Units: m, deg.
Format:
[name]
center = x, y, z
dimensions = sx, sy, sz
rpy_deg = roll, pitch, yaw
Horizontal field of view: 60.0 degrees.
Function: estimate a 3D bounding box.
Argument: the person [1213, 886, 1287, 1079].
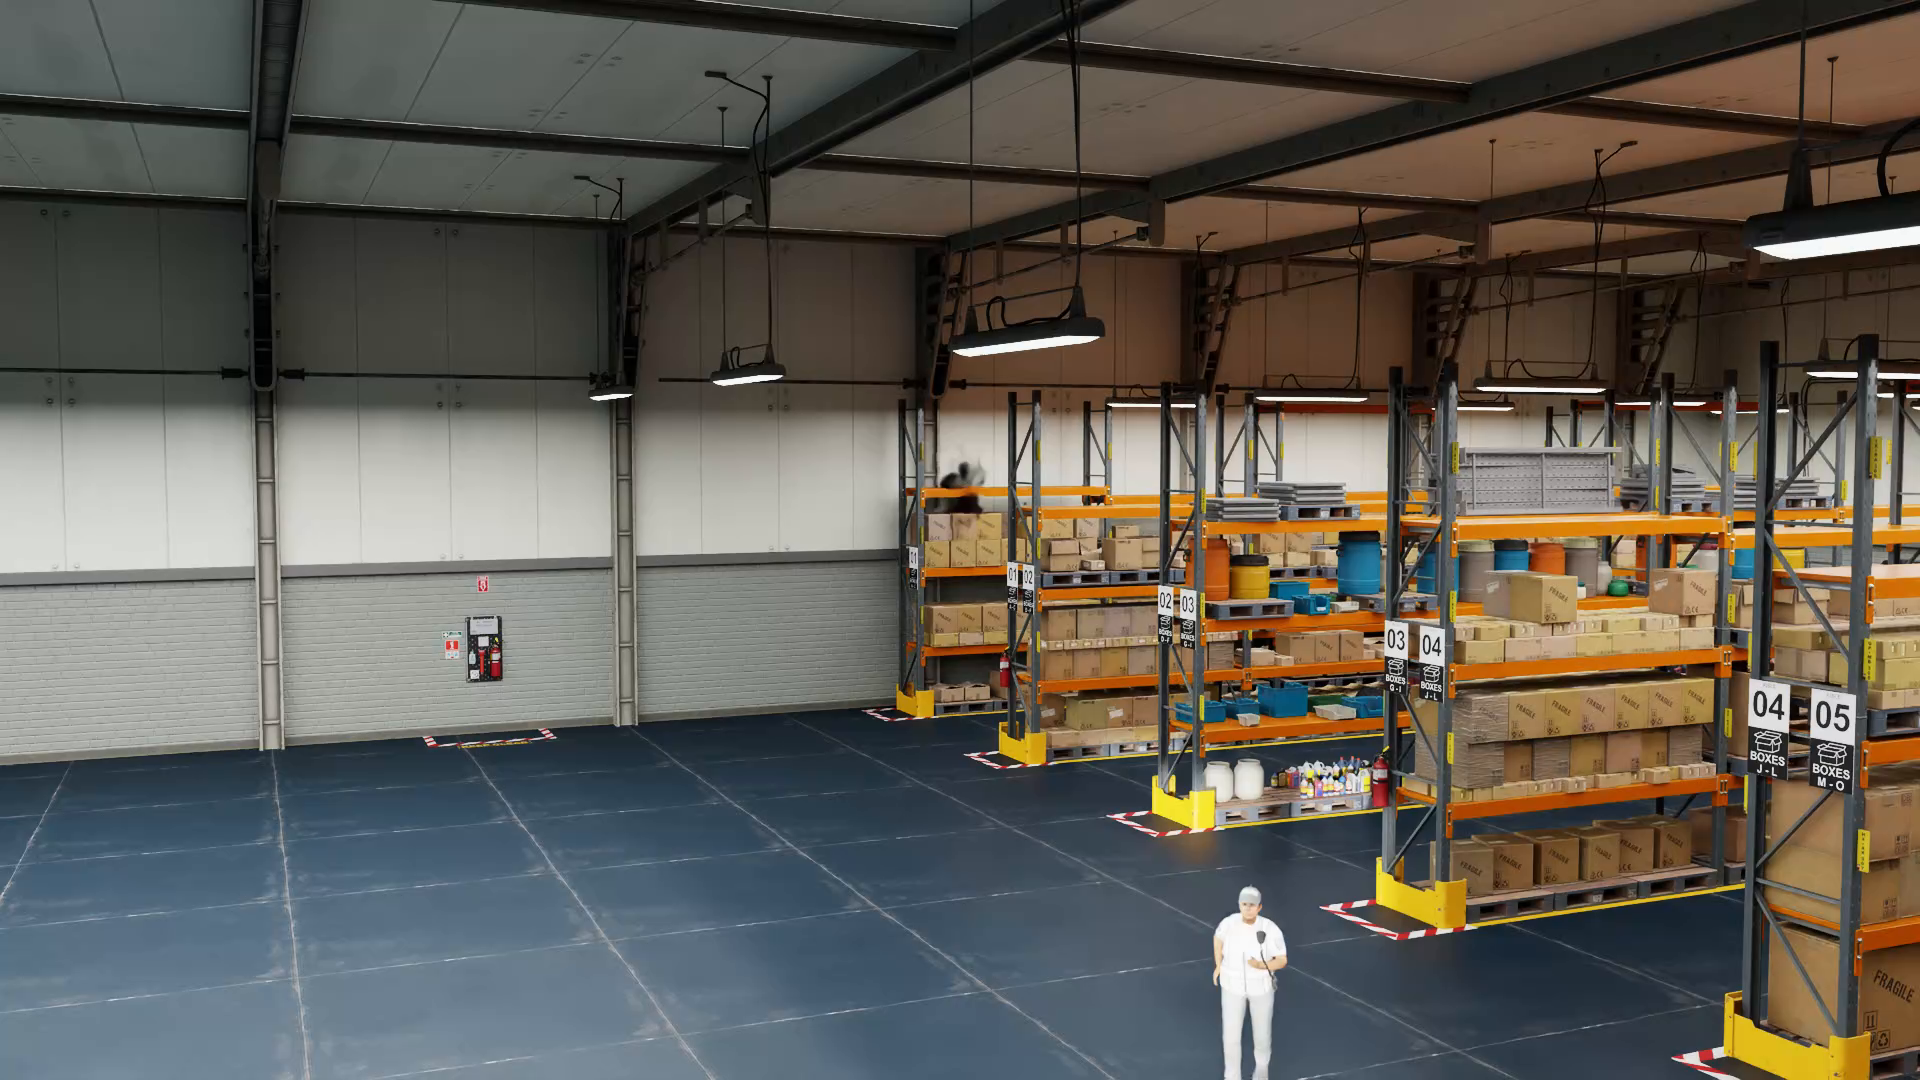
[person]
center = 2.266, 3.556, 13.052
dimensions = 0.594, 1.698, 0.873
rpy_deg = 1, 3, 14
